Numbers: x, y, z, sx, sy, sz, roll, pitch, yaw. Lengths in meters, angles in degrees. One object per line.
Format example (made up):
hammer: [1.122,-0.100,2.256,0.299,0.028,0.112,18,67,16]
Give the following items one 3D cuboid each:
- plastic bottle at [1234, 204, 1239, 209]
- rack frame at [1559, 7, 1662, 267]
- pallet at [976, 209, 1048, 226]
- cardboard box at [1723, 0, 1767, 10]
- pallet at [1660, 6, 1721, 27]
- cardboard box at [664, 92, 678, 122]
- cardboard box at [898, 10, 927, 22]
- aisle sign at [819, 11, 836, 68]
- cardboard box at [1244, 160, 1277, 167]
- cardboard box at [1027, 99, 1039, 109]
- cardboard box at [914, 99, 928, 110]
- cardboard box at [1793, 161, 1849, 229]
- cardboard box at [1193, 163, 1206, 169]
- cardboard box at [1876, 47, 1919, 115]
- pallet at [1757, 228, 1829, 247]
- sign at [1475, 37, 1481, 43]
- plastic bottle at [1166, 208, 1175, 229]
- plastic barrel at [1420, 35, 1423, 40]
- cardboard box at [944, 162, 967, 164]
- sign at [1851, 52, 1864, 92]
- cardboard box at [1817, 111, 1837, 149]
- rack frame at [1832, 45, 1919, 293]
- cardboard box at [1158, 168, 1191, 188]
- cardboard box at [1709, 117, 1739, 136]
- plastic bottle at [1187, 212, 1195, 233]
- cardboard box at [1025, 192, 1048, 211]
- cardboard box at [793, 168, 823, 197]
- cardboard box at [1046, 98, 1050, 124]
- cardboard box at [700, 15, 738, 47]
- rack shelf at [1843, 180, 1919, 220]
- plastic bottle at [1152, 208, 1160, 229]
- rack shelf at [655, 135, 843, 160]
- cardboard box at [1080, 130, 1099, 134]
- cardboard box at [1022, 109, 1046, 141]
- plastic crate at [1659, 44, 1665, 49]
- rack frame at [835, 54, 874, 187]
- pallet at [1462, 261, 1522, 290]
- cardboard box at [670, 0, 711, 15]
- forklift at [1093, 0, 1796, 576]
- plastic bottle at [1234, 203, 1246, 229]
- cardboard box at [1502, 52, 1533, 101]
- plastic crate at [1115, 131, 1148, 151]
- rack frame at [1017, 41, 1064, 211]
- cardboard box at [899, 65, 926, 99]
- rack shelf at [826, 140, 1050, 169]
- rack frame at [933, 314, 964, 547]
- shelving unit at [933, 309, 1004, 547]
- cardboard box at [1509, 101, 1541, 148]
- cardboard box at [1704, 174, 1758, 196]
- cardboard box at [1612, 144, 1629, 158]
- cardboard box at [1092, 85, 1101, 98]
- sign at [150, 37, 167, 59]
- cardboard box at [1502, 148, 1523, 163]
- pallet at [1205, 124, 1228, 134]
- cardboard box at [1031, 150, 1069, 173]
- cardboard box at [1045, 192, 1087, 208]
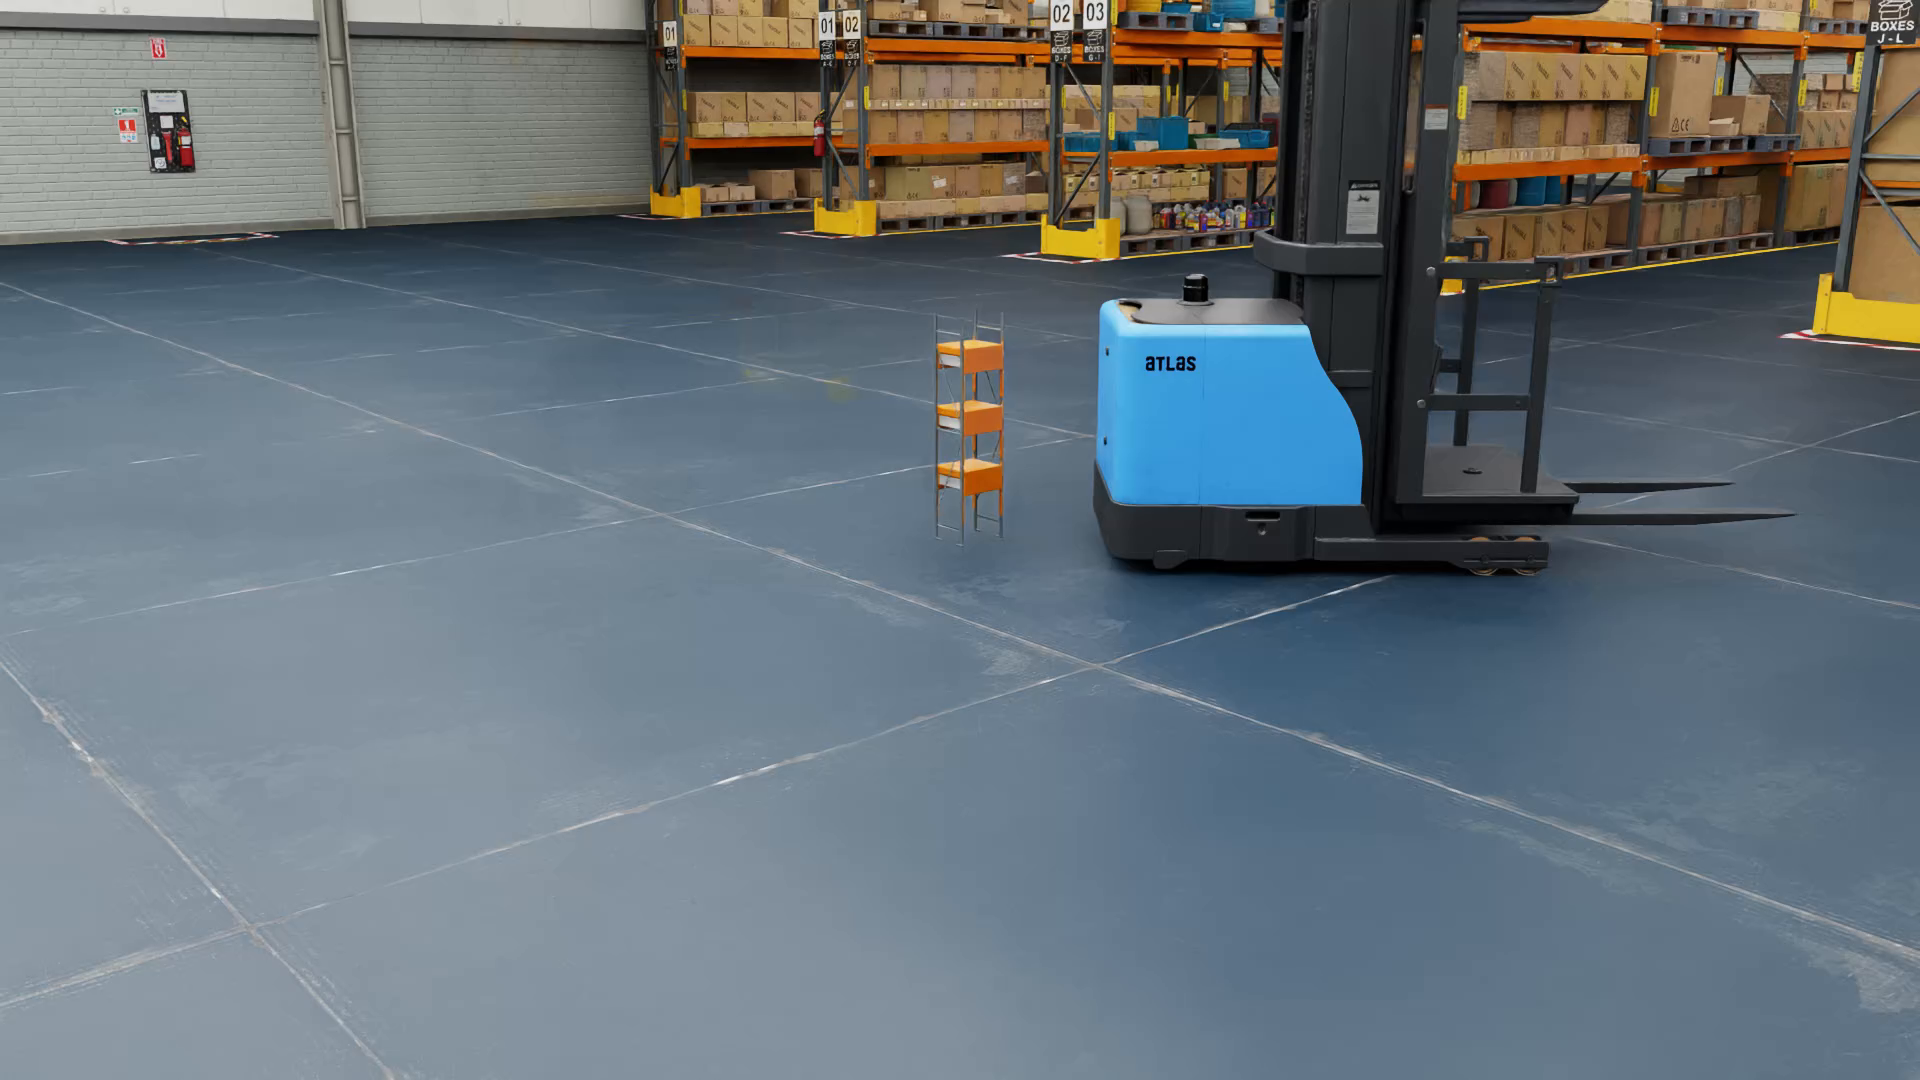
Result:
plastic bottle: [4.019,-4.732,24.087,0.097,0.271,0.097,0,15,0]
rack frame: [7.798,-4.842,20.064,0.127,3.000,1.000,-13,19,-39]
pallet: [0.671,-5.297,27.173,1.213,0.211,1.003,-13,19,-39]
cardboard box: [9.857,-6.959,21.016,0.500,0.500,0.500,-12,19,-38]
pallet: [8.334,-6.284,20.015,1.003,0.211,1.213,-13,19,-39]
cardboard box: [-4.758,-7.478,28.732,0.500,0.500,0.500,-13,20,-40]
cardboard box: [-0.716,-7.857,24.940,0.250,0.149,0.380,-13,19,-39]
aisle sign: [-1.962,-7.395,24.587,0.004,0.787,0.394,-13,19,-39]
cardboard box: [5.676,-7.204,31.447,0.500,0.250,0.500,-13,20,-40]
cardboard box: [1.046,-7.003,26.706,0.250,0.149,0.380,-13,20,-41]
cardboard box: [-0.704,-6.609,25.230,0.250,0.149,0.380,-13,20,-40]
cardboard box: [12.028,-4.958,23.803,0.875,0.875,1.225,-13,19,-39]
cardboard box: [5.091,-8.276,36.952,0.500,0.500,0.700,-13,20,-40]
cardboard box: [8.266,-3.831,13.897,0.550,0.550,0.875,-13,19,-39]
pallet: [11.460,-4.291,23.406,1.213,0.211,1.003,-13,19,-39]
sign: [7.931,-7.776,25.441,0.005,0.325,0.100,-13,19,-39]
plastic bottle: [2.906,-4.442,22.978,0.133,0.283,0.061,-13,19,-39]
plastic barrel: [6.803,-8.078,25.396,0.600,0.901,0.600,0,15,0]
cardboard box: [-0.011,-5.821,26.790,0.500,0.500,0.500,-13,19,-39]
sign: [7.615,-3.963,14.073,0.005,0.325,0.100,-13,19,-39]
cardboard box: [11.749,-5.685,23.027,0.500,0.500,0.500,-13,20,-41]
rack frame: [7.961,-3.182,13.848,0.127,3.000,1.000,-13,19,-39]
cardboard box: [3.695,-6.368,29.206,0.500,0.311,0.500,-13,20,-40]
cardboard box: [9.735,-5.322,21.310,0.258,0.266,0.396,-13,20,-41]
plastic bottle: [3.102,-4.269,22.355,0.097,0.271,0.097,0,15,0]
cardboard box: [1.092,-5.524,27.134,0.500,0.250,0.500,-13,19,-39]
cardboard box: [-2.713,-6.556,30.473,0.500,0.500,0.500,14,21,43]
cardboard box: [1.596,-8.647,33.499,0.500,0.500,0.500,-12,19,-38]
cardboard box: [-4.129,-8.656,28.300,0.500,0.500,0.500,-11,19,-36]
rack shelf: [9.469,-3.173,15.210,4.000,0.370,1.077,-13,19,-39]
plastic bottle: [2.703,-4.448,23.003,0.133,0.283,0.061,-12,19,-38]
rack shelf: [-3.465,-7.048,29.719,4.000,0.370,1.077,-13,19,-39]
cardboard box: [2.101,-6.760,27.732,0.250,0.149,0.380,-13,19,-39]
cardboard box: [0.968,-6.743,26.988,0.500,0.500,0.700,-13,20,-41]
plastic crate: [12.204,-8.762,29.440,0.530,0.136,0.437,-13,19,-39]
rack frame: [-1.956,-7.735,30.895,0.127,3.000,1.000,-13,19,-39]
pallet: [5.474,-2.961,18.425,1.213,0.211,1.003,-13,19,-39]
cardboard box: [-4.524,-9.065,27.893,0.500,0.500,0.500,14,21,43]
forklift: [2.163,-1.399,7.307,3.031,2.935,1.130,0,15,0]
plastic bottle: [3.862,-4.486,23.014,0.185,0.351,0.144,-13,20,-40]
cardboard box: [5.756,-4.963,17.809,0.500,0.500,0.500,-13,19,-39]
plastic crate: [2.204,-5.309,22.100,0.408,0.251,0.499,-13,19,-39]
rack frame: [1.298,-6.771,27.286,0.127,3.000,1.000,-13,19,-39]
cardboard box: [-0.926,-6.944,25.227,0.500,0.500,0.700,-13,20,-41]
rack shelf: [-0.210,-6.085,26.111,4.000,0.370,1.077,-13,19,-39]
rack frame: [-0.052,-0.496,7.571,0.008,1.050,0.200,-13,19,-39]
shelving unit: [0.040,-0.516,7.648,0.252,1.050,0.215,-13,19,-39]
cardboard box: [5.918,-4.628,18.495,0.500,0.500,0.875,-13,19,-39]
cardboard box: [10.330,-4.767,22.323,0.500,0.250,0.500,-12,19,-37]
cardboard box: [7.634,-4.586,19.594,0.250,0.149,0.380,-13,19,-39]
cardboard box: [2.734,-9.267,34.370,0.500,0.250,0.500,-13,20,-40]
sign: [-11.501,-7.055,23.856,0.199,0.298,0.001,-13,19,-39]
cardboard box: [5.920,-4.210,18.186,0.250,0.149,0.380,-13,19,-39]
pallet: [4.781,-7.484,30.329,1.003,0.211,1.213,-13,19,-39]
cardboard box: [1.702,-7.676,34.025,0.750,0.750,0.750,-13,20,-40]
cardboard box: [1.765,-5.666,27.662,0.500,0.250,0.500,-13,20,-41]
